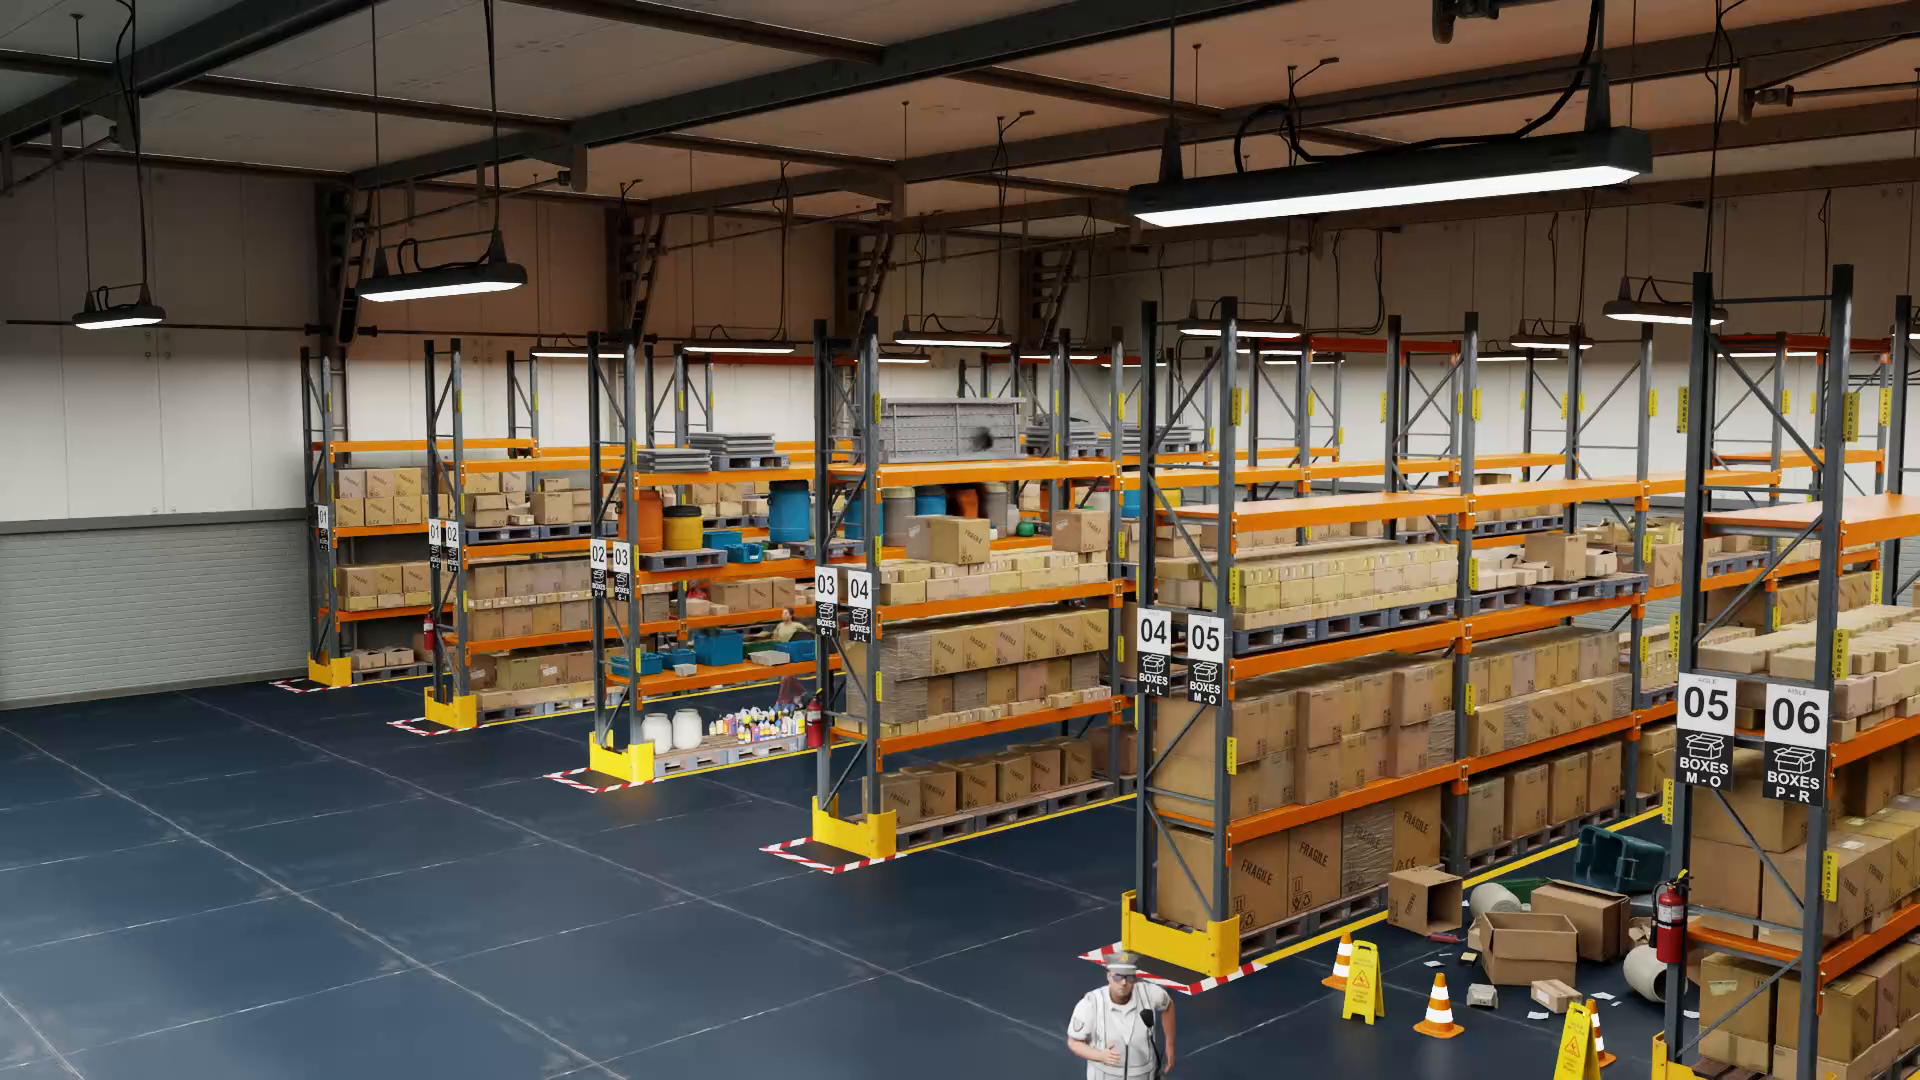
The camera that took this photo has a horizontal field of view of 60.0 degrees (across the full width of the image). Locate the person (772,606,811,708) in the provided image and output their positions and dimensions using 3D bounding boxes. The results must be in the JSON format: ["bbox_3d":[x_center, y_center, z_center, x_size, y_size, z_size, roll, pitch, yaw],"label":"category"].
[{"bbox_3d":[-2.796,1.921,27.150,0.610,1.695,0.891,3,6,32],"label":"person"}]

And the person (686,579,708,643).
[{"bbox_3d":[-4.985,1.569,31.417,0.663,1.720,0.833,4,7,40],"label":"person"}]

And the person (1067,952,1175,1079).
[{"bbox_3d":[1.005,3.393,10.322,0.687,1.832,0.846,0,5,1],"label":"person"}]

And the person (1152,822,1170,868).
[{"bbox_3d":[2.407,2.759,18.344,0.600,1.637,0.759,4,6,37],"label":"person"}]
